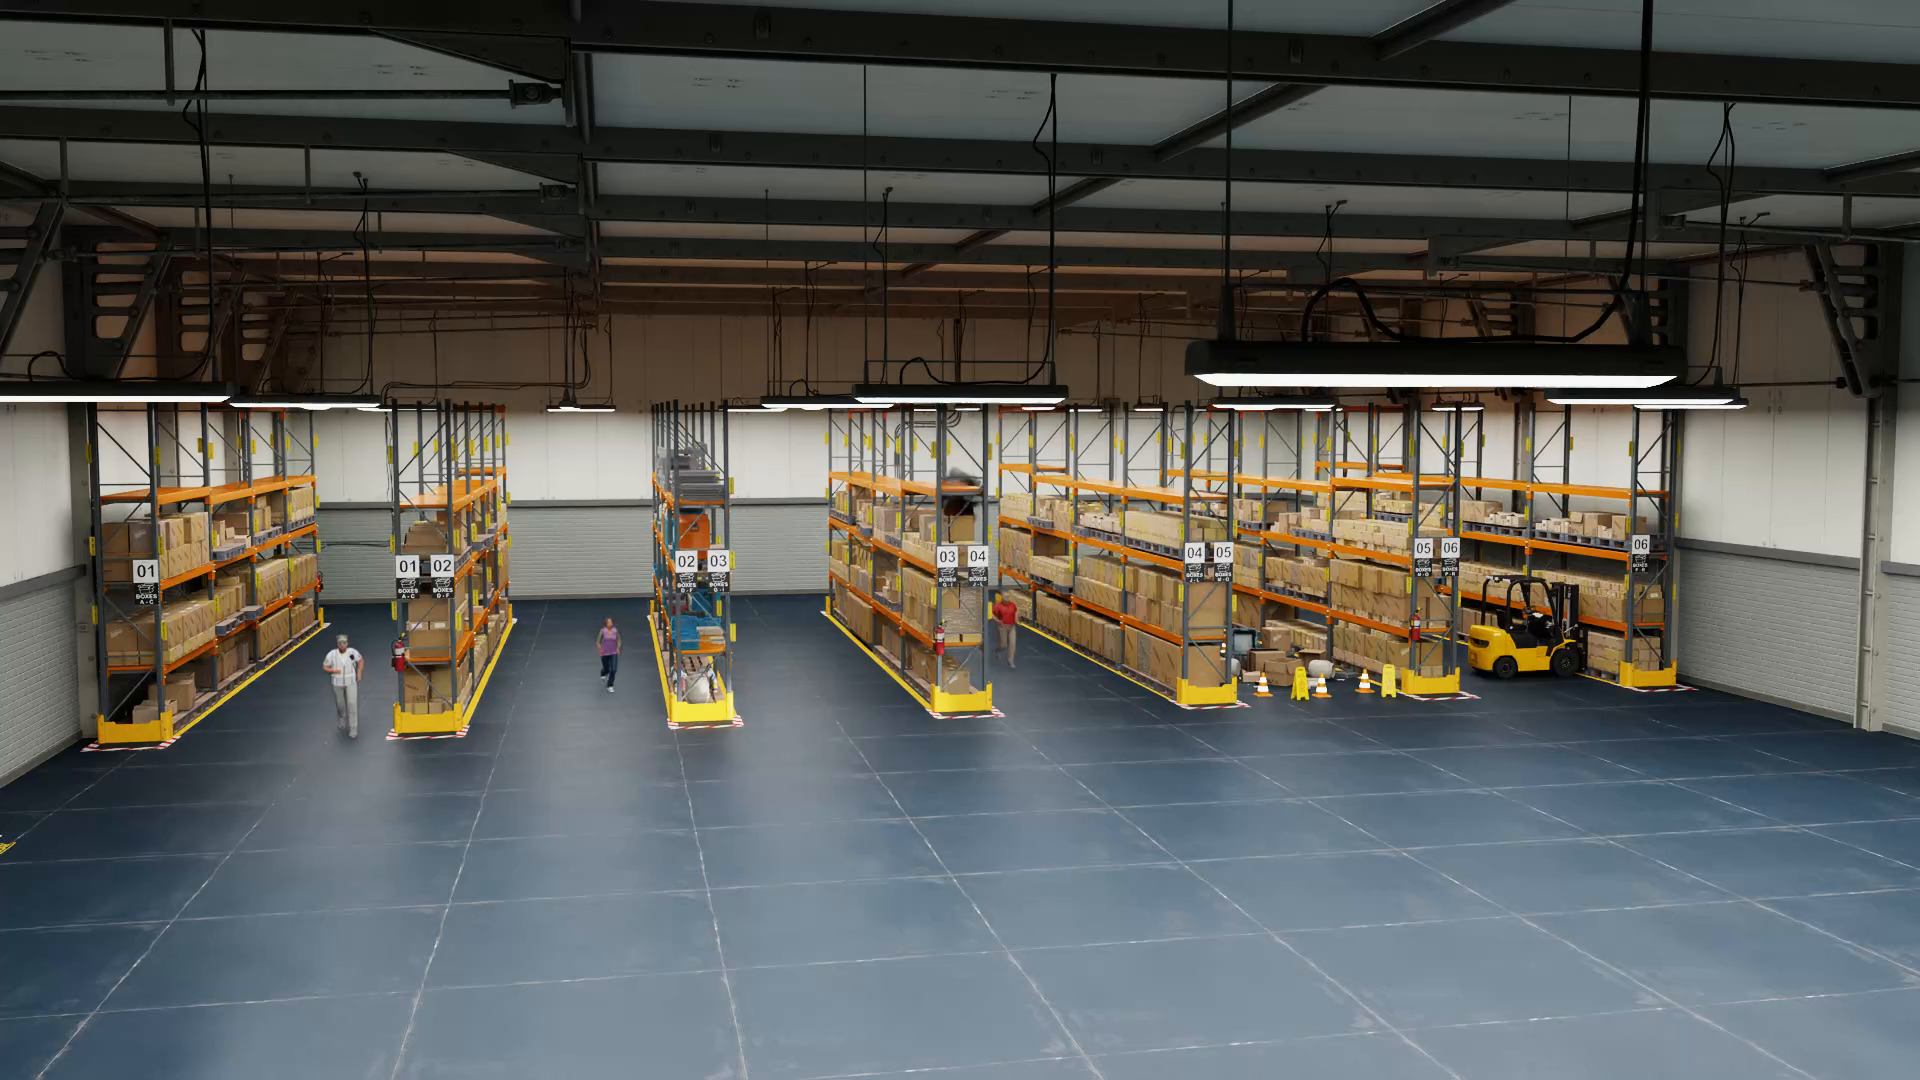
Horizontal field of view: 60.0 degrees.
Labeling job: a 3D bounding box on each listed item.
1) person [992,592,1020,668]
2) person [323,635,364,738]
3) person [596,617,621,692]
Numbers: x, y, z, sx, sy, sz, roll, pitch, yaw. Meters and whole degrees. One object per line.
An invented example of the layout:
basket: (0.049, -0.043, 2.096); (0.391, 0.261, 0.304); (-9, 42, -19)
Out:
person: (1.068, 2.030, 37.847); (0.678, 1.692, 0.917); (-2, 5, -20)
person: (-11.081, 2.584, 29.863); (0.663, 1.806, 0.979); (-2, 5, -19)
person: (-7.285, 2.370, 34.487); (0.522, 1.530, 0.598); (-2, 5, -24)
